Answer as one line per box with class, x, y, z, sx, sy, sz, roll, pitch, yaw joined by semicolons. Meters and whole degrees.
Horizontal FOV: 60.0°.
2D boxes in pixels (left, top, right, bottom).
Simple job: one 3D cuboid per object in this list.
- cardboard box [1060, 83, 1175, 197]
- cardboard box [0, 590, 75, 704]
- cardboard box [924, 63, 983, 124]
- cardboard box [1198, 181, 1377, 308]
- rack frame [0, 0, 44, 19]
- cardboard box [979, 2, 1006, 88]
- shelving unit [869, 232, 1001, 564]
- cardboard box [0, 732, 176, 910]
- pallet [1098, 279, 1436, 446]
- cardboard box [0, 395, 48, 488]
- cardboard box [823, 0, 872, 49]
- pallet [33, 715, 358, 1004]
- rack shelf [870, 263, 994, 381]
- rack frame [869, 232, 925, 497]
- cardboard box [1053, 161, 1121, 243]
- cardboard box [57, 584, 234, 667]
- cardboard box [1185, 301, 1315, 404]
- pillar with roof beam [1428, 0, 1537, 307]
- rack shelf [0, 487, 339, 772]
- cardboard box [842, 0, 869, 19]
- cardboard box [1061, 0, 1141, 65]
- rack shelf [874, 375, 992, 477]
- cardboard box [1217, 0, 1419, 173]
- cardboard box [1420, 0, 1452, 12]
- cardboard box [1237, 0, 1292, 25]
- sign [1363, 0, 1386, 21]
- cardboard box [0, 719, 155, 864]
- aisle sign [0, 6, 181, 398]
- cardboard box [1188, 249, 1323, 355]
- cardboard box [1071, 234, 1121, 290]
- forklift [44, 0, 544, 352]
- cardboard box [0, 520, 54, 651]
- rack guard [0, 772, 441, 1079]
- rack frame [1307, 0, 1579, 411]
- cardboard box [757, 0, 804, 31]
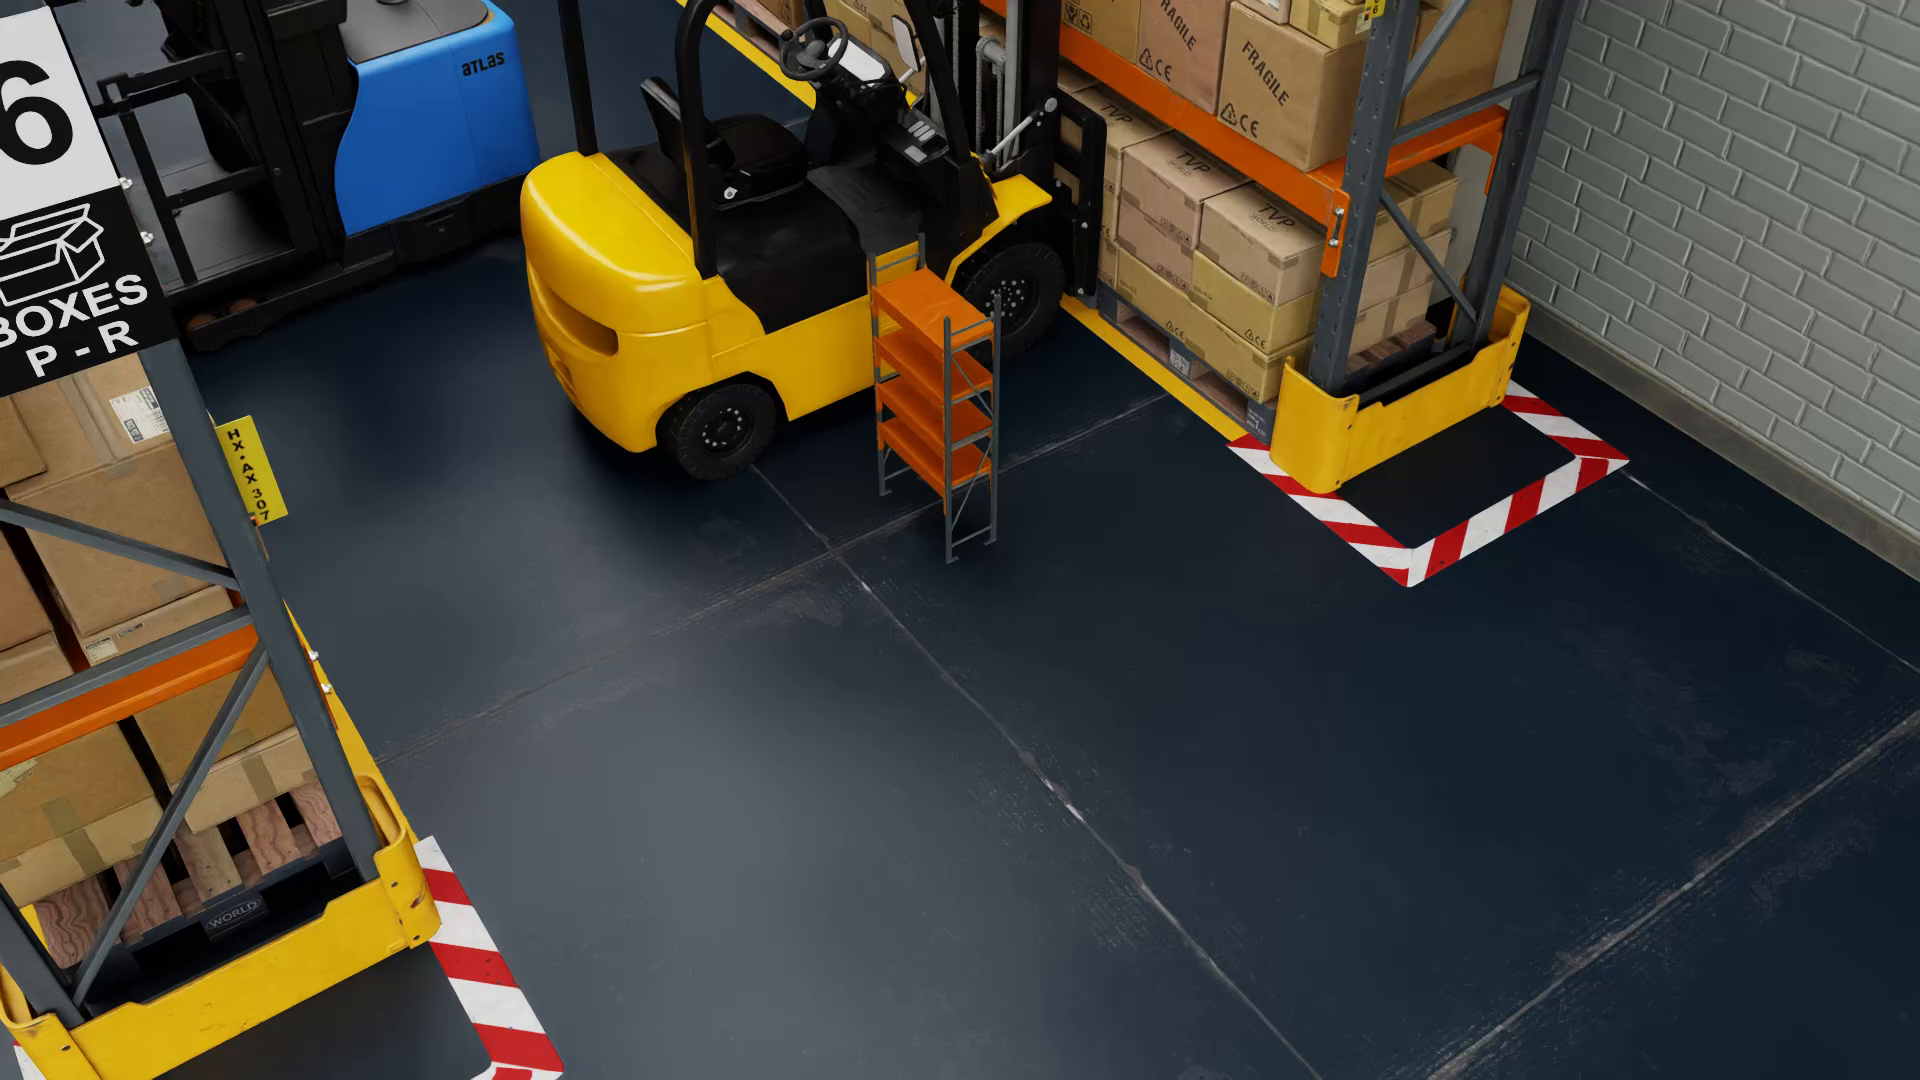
cardboard box;0.750;-1.826;7.453;0.500;0.250;0.500;-25;49;-24
cardboard box;-2.595;0.326;4.418;0.380;0.149;0.250;-24;49;-23
cardboard box;0.166;-2.235;8.244;0.500;0.250;0.500;-26;50;-25
cardboard box;1.344;-1.257;6.858;0.500;0.250;0.500;-24;49;-23
rack frame;-2.206;-1.808;2.127;1.000;3.000;0.127;-26;49;-24
cardboard box;0.173;-2.416;8.072;0.500;0.250;0.500;-24;49;-23
shelving unit;-0.095;-0.528;6.434;0.258;1.200;0.503;-26;49;-24
cardboard box;-2.903;0.840;5.385;0.500;0.250;0.500;-26;49;-25
pallet;1.391;-1.009;7.654;1.003;0.211;1.213;-26;49;-24
cardboard box;-2.677;-0.346;3.928;0.700;0.500;0.500;-27;50;-25
cardboard box;-0.402;-2.808;8.845;0.500;0.250;0.500;-26;49;-25
pallet;-2.685;0.854;5.703;1.003;0.211;1.213;-26;49;-24
rack shelf;-0.095;-0.812;6.163;0.258;0.148;0.480;-26;49;-24
rack frame;-0.234;-0.666;6.579;0.240;1.200;0.015;-26;49;-24
cardboard box;0.738;-1.663;7.645;0.500;0.250;0.500;-27;50;-25
cardboard box;-2.230;0.179;4.572;0.380;0.149;0.250;-26;49;-24
cardboard box;1.335;-0.899;7.207;0.500;0.250;0.500;-25;49;-24
pillar with roof beam;-1.327;-2.820;3.187;9.100;9.000;0.400;-26;49;-24
rack shelf;-3.350;-0.510;5.633;1.077;0.370;4.000;-26;49;-24
cardboard box;-0.406;-2.987;8.670;0.500;0.250;0.500;-26;50;-25
cardboard box;0.784;-2.399;7.019;0.500;0.500;0.500;-27;50;-25
rack shelf;-0.095;-0.479;6.480;0.258;0.148;0.480;-26;49;-24
cardboard box;1.366;-1.812;6.403;0.500;0.500;0.500;-27;50;-25
cardboard box;1.882;-2.166;6.304;0.380;0.149;0.250;-27;50;-25
cardboard box;1.264;-2.090;6.225;0.380;0.149;0.250;-25;49;-24
sign;1.410;-1.899;5.556;0.100;0.325;0.005;-26;49;-24
cardboard box;-2.878;0.583;5.111;0.500;0.500;0.500;-25;49;-24
aisle sign;-1.916;-0.665;3.392;0.394;0.787;0.004;-26;49;-24
cardboard box;1.328;-1.091;7.046;0.500;0.250;0.500;-26;50;-25
cardboard box;0.780;-1.472;7.806;0.500;0.250;0.500;-25;49;-24
forklift;-3.543;-2.342;7.081;3.031;2.935;1.130;-28;51;-27
cardboard box;-2.742;0.020;4.269;0.500;0.500;0.500;-27;50;-25
rack guard;-2.249;1.223;5.106;1.175;0.500;0.348;-26;49;-24
rack frame;1.863;-1.601;6.254;1.000;3.000;0.127;-26;49;-24
cardboard box;-0.733;-3.450;9.607;0.875;0.625;0.625;-24;48;-23
